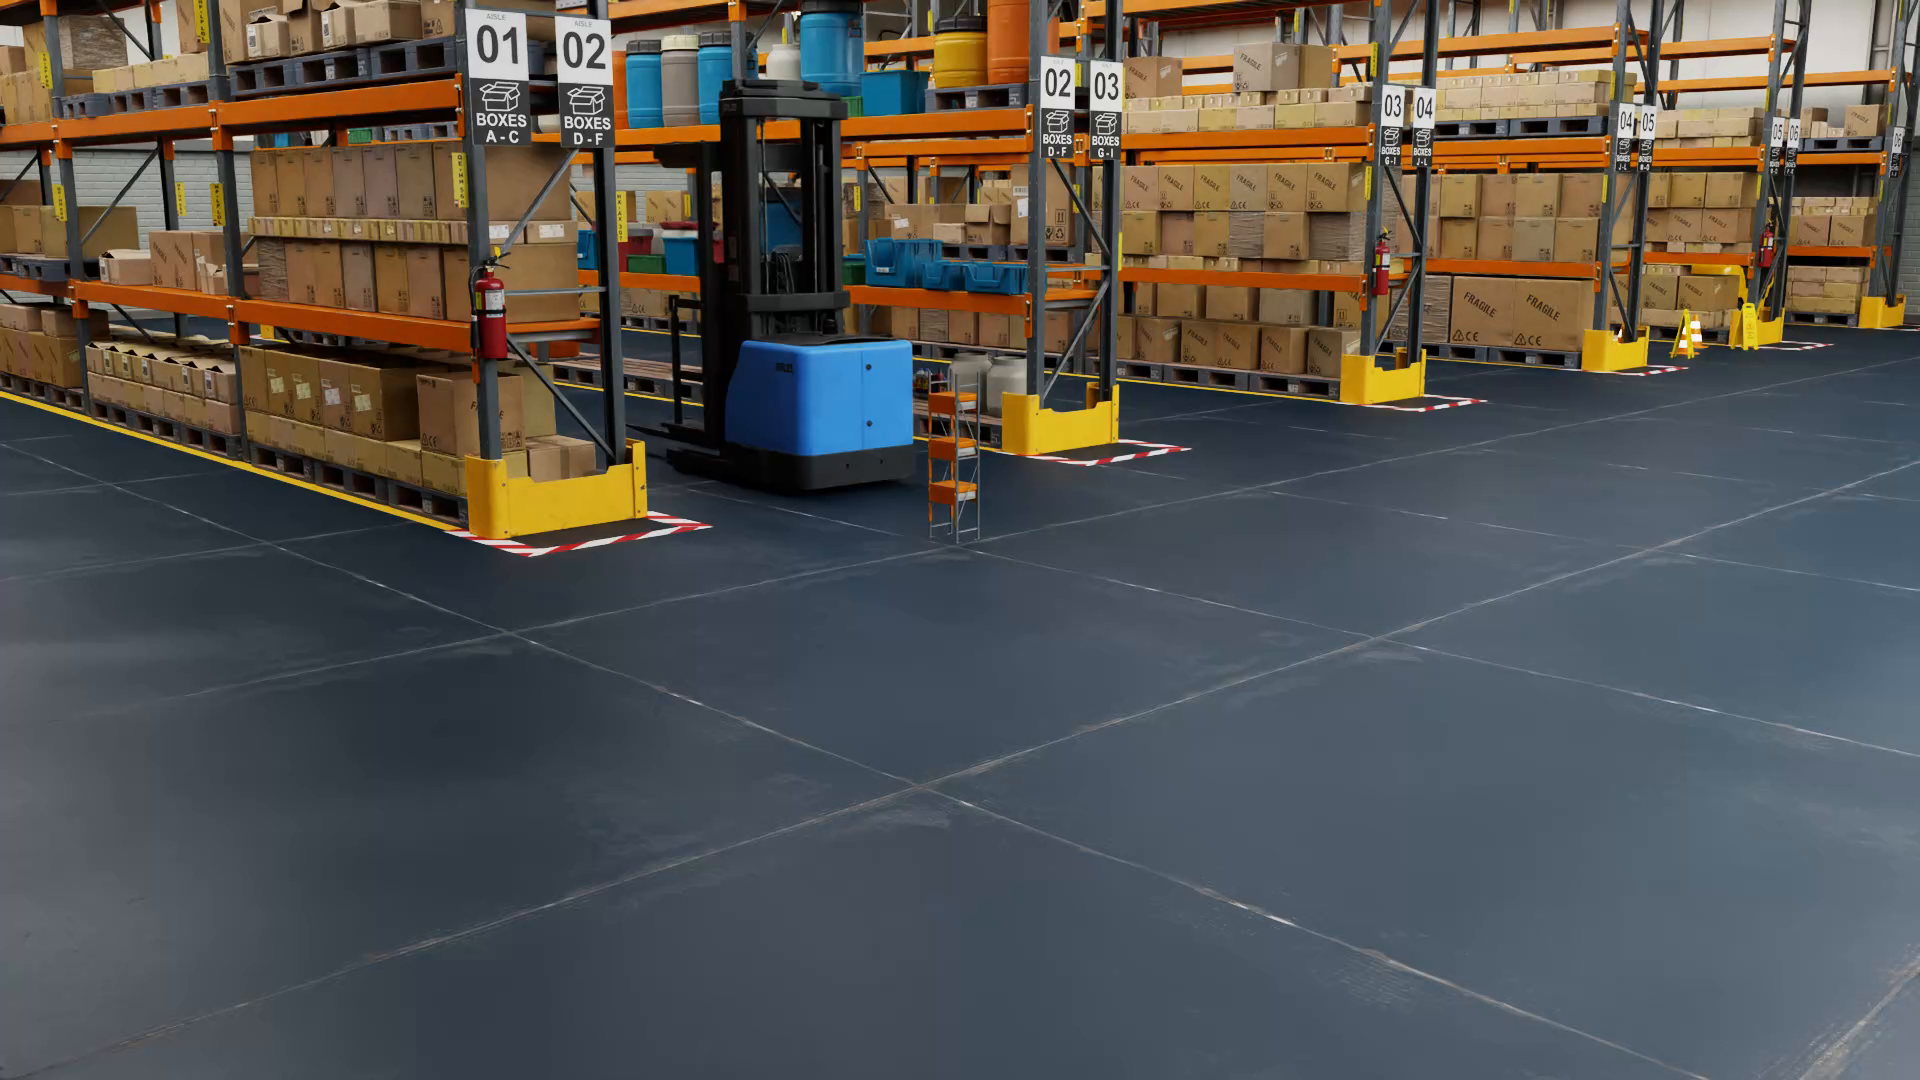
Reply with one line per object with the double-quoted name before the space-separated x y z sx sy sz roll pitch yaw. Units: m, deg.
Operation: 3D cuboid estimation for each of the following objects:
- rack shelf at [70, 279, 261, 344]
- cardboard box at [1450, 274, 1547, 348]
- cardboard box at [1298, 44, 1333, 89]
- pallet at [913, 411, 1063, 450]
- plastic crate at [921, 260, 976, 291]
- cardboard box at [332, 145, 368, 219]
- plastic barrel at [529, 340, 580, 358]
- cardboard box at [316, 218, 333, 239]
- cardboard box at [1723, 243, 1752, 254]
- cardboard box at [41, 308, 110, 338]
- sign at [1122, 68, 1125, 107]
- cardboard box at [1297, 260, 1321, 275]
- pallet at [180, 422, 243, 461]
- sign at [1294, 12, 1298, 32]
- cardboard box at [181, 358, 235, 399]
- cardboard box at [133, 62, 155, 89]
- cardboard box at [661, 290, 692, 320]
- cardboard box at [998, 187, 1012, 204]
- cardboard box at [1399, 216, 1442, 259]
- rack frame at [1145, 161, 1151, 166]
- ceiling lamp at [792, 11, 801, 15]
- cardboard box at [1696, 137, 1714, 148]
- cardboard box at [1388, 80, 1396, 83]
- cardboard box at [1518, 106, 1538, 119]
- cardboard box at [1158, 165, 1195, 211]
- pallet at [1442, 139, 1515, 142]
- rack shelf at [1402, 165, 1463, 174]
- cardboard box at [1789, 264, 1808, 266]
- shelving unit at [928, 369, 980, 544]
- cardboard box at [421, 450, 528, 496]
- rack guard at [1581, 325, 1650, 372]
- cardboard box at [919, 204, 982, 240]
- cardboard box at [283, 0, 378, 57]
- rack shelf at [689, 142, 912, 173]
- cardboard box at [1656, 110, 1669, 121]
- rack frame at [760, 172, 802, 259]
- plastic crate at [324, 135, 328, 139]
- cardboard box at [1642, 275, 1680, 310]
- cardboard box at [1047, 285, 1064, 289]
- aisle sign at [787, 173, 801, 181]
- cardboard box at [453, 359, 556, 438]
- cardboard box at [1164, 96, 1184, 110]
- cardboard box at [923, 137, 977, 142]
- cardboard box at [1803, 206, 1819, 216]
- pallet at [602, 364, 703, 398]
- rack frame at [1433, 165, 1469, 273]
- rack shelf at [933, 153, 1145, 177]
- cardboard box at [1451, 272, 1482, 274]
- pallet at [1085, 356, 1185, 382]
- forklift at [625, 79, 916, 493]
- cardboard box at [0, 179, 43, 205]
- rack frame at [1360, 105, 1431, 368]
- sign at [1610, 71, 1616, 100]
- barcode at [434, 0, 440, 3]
"rack shelf" -6.774 -2.100 14.928 1.077 0.370 4.000 -11 16 -43
"cardboard box" 7.068 -3.016 21.816 0.875 0.875 0.875 -11 16 -43
"cardboard box" 3.707 -5.120 18.144 0.500 0.500 0.500 -11 16 -43
"pallet" 0.311 -1.025 14.835 1.003 0.211 1.213 -11 16 -43
"plastic crate" -0.052 -2.321 14.584 0.499 0.251 0.408 -11 16 -43
"cardboard box" -4.042 -2.561 11.921 0.700 0.500 0.500 -11 16 -43
"plastic barrel" -4.920 -2.646 20.132 0.600 0.830 0.708 -11 16 -43
"cardboard box" -4.455 -2.274 12.132 0.250 0.149 0.380 11 16 43
"cardboard box" 11.291 -4.239 24.152 0.380 0.149 0.250 -10 15 -41
"cardboard box" -9.013 -2.214 16.945 0.500 0.250 0.500 -10 15 -40
"sign" 1.355 -3.816 14.018 0.100 0.325 0.005 -11 16 -43
"cardboard box" 3.808 -2.912 17.710 0.380 0.149 0.250 -11 16 -43
"pallet" -5.930 -0.897 14.216 1.003 0.211 1.213 -11 16 -43
"sign" 5.781 -8.901 28.579 0.100 0.325 0.005 -11 16 -43
"cardboard box" -6.244 -1.389 14.075 0.500 0.311 0.500 -10 16 -41
"cardboard box" -7.039 -4.128 14.887 0.500 0.250 0.500 -11 16 -44
"cardboard box" -4.148 -3.981 26.497 0.875 0.875 0.875 -11 16 -43
"cardboard box" 1.142 -7.027 34.335 0.500 0.500 0.500 11 16 44
"cardboard box" 6.379 -4.066 22.315 0.875 0.550 0.550 -11 16 -43
"rack frame" 2.669 -4.801 26.253 1.000 3.000 0.127 -11 16 -43
"ceiling lamp" -2.952 -12.524 34.407 2.000 3.185 0.800 -11 16 -43
"cardboard box" 10.901 -5.772 24.158 0.380 0.149 0.250 -10 15 -41
"cardboard box" 5.789 -6.034 22.162 0.380 0.149 0.250 -11 16 -43
"cardboard box" 7.194 -5.347 20.803 0.380 0.149 0.250 -11 16 -42
"cardboard box" 2.592 -3.978 18.797 0.500 0.500 0.500 -11 16 -43
"pallet" 8.592 -6.404 27.065 1.213 0.211 1.003 -11 16 -43
"rack shelf" 8.386 -7.606 34.220 1.077 0.370 4.000 -11 16 -43
"cardboard box" 14.411 -4.622 28.682 0.500 0.250 0.500 -11 16 -43
"shelving unit" -0.037 -0.522 10.317 0.215 1.050 0.252 -11 16 -43
"cardboard box" -3.215 -0.473 11.020 0.500 0.250 0.500 -11 16 -43
"rack guard" 8.210 -2.405 20.821 1.175 0.500 0.348 -11 16 -43
"cardboard box" -0.128 -4.238 22.234 0.700 0.500 0.500 -8 14 -34
"cardboard box" -4.347 -3.697 11.817 0.797 0.503 0.637 -9 15 -36
"rack shelf" -2.369 -5.533 24.157 1.077 0.370 4.000 -11 16 -43
"cardboard box" 10.454 -6.283 24.661 0.250 0.149 0.380 11 16 44
"rack frame" -1.808 -2.850 16.786 1.000 3.000 0.127 -11 16 -43
"plastic crate" -8.486 -5.490 22.821 0.293 0.136 0.466 -11 16 -43
"cardboard box" 10.599 -3.720 24.924 0.500 0.500 0.500 -10 15 -40
"cardboard box" 1.670 -3.918 27.123 0.500 0.500 0.500 -10 15 -40
"aisle sign" -3.123 -7.210 31.507 0.394 0.787 0.004 -11 16 -43
"cardboard box" -3.187 -0.985 11.648 0.500 0.500 0.500 -11 16 -43
"cardboard box" 2.502 -4.888 18.629 0.380 0.149 0.250 -11 16 -44
"cardboard box" -0.131 -5.267 21.456 0.500 0.250 0.500 -10 16 -41
"cardboard box" 14.354 -5.526 27.916 0.380 0.149 0.250 -11 16 -43
"pallet" -3.225 -1.772 18.462 1.003 0.211 1.213 -11 16 -43
"rack frame" 9.767 -6.198 33.033 1.000 3.000 0.127 -11 16 -43
"rack shelf" 1.288 -6.209 27.440 1.077 0.370 4.000 -11 16 -43
"cardboard box" 10.188 -5.147 32.779 0.875 0.625 0.625 -10 15 -41
"pallet" 2.264 -2.082 19.966 1.003 0.211 1.213 -11 16 -43
"forklift" -1.652 -2.014 12.898 1.130 2.935 3.031 -9 15 -38
"cardboard box" -11.040 -3.975 19.519 0.500 0.500 0.500 -10 16 -41
"rack frame" 4.537 -2.957 17.303 1.000 3.000 0.127 -11 16 -43
"sign" 7.792 -5.424 19.845 0.100 0.325 0.005 -11 16 -43
"barcode" -3.188 -3.307 10.132 0.001 0.075 0.075 -11 16 -43
